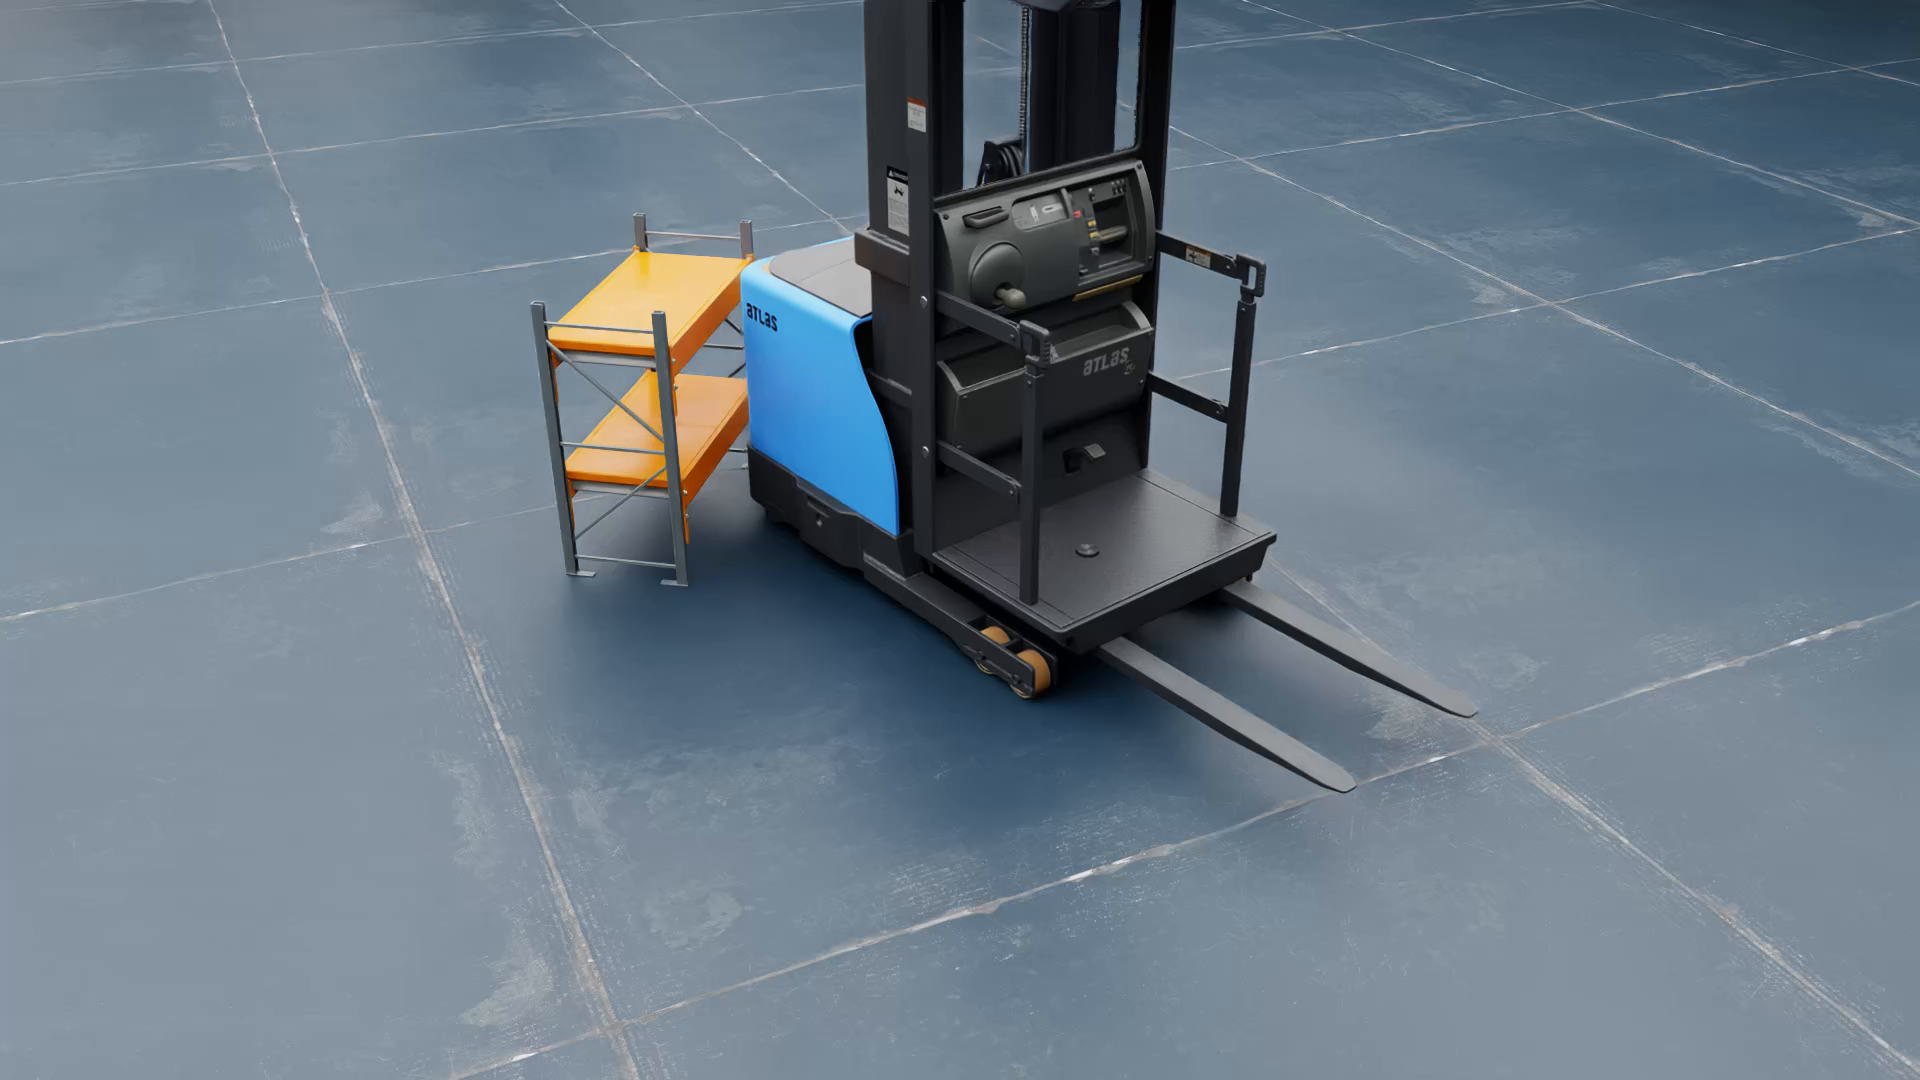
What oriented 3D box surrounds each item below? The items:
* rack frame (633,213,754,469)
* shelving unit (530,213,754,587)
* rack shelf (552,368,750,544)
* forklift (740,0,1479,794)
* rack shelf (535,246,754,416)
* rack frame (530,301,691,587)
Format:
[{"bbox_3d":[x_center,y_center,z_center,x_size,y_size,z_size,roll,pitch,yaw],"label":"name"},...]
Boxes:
[{"bbox_3d":[-1.096,-0.826,7.073,0.500,1.125,0.032,6,30,10],"label":"rack frame"},{"bbox_3d":[-1.194,-0.582,6.639,0.538,1.125,1.048,6,30,10],"label":"shelving unit"},{"bbox_3d":[-1.194,-0.369,6.758,0.538,0.278,1.000,6,30,10],"label":"rack shelf"},{"bbox_3d":[0.446,-1.007,5.550,1.130,2.935,3.031,-22,36,-34],"label":"forklift"},{"bbox_3d":[-1.194,-0.838,6.495,0.538,0.278,1.000,6,30,10],"label":"rack shelf"},{"bbox_3d":[-1.293,-0.338,6.204,0.500,1.125,0.032,6,30,10],"label":"rack frame"}]
